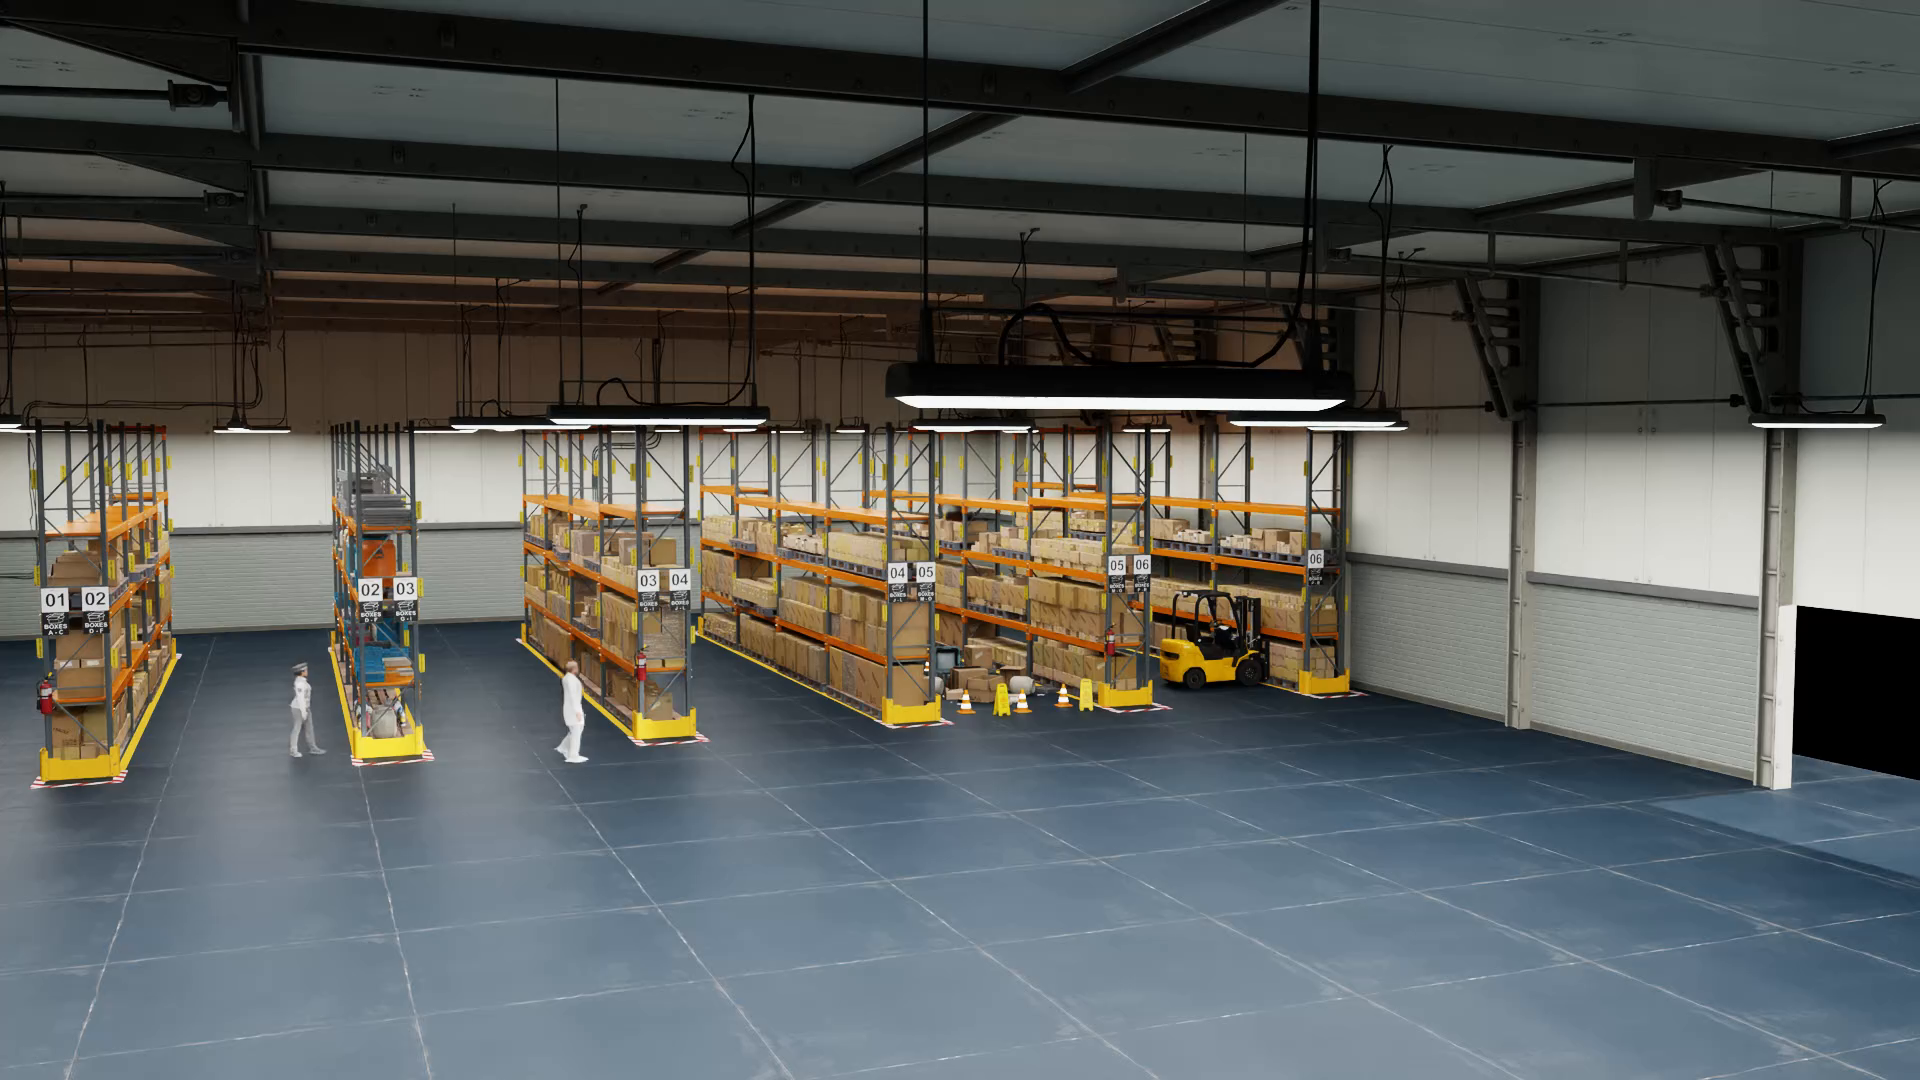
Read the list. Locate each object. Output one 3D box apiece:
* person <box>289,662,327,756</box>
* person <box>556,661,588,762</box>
[{"bbox_3d":[-11.715,3.026,29.730,0.600,1.674,0.497,0,4,-1],"label":"person"},{"bbox_3d":[-6.837,3.013,29.255,0.554,1.781,0.661,-1,4,-12],"label":"person"}]
